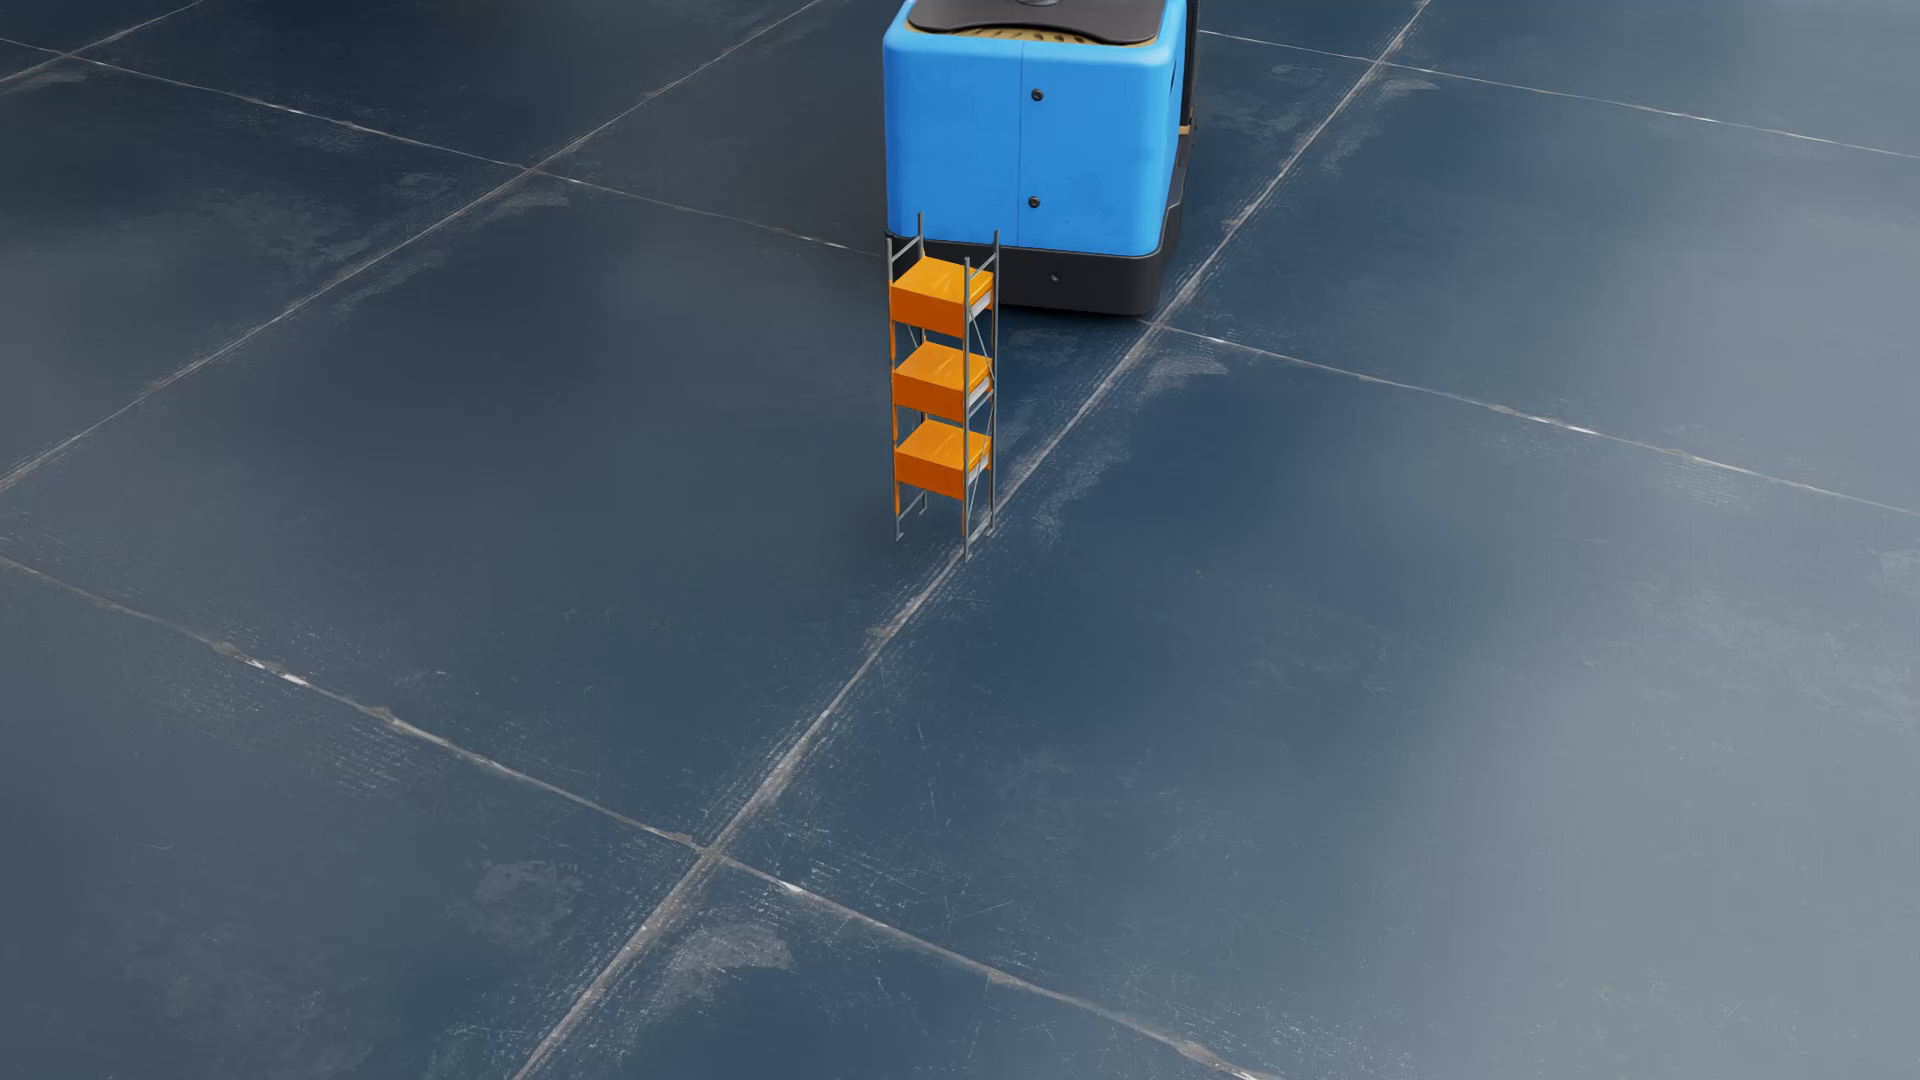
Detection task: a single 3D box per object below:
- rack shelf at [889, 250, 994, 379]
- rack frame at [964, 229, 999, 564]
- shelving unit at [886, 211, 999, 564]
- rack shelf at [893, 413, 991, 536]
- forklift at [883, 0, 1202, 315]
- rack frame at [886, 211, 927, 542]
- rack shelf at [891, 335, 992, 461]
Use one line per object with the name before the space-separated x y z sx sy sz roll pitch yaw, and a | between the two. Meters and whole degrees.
rack shelf | -0.048 -0.651 4.787 0.240 0.259 0.215 17 41 21
rack frame | 0.061 -0.399 4.907 0.008 1.050 0.200 17 41 21
shelving unit | -0.048 -0.433 4.952 0.252 1.050 0.215 17 41 21
rack shelf | -0.048 -0.203 5.127 0.240 0.259 0.215 17 41 21
forklift | 0.486 -2.899 6.646 1.130 2.935 3.031 6 38 8
rack frame | -0.156 -0.467 4.997 0.008 1.050 0.200 17 41 21
rack shelf | -0.048 -0.425 4.959 0.240 0.259 0.215 17 41 21
